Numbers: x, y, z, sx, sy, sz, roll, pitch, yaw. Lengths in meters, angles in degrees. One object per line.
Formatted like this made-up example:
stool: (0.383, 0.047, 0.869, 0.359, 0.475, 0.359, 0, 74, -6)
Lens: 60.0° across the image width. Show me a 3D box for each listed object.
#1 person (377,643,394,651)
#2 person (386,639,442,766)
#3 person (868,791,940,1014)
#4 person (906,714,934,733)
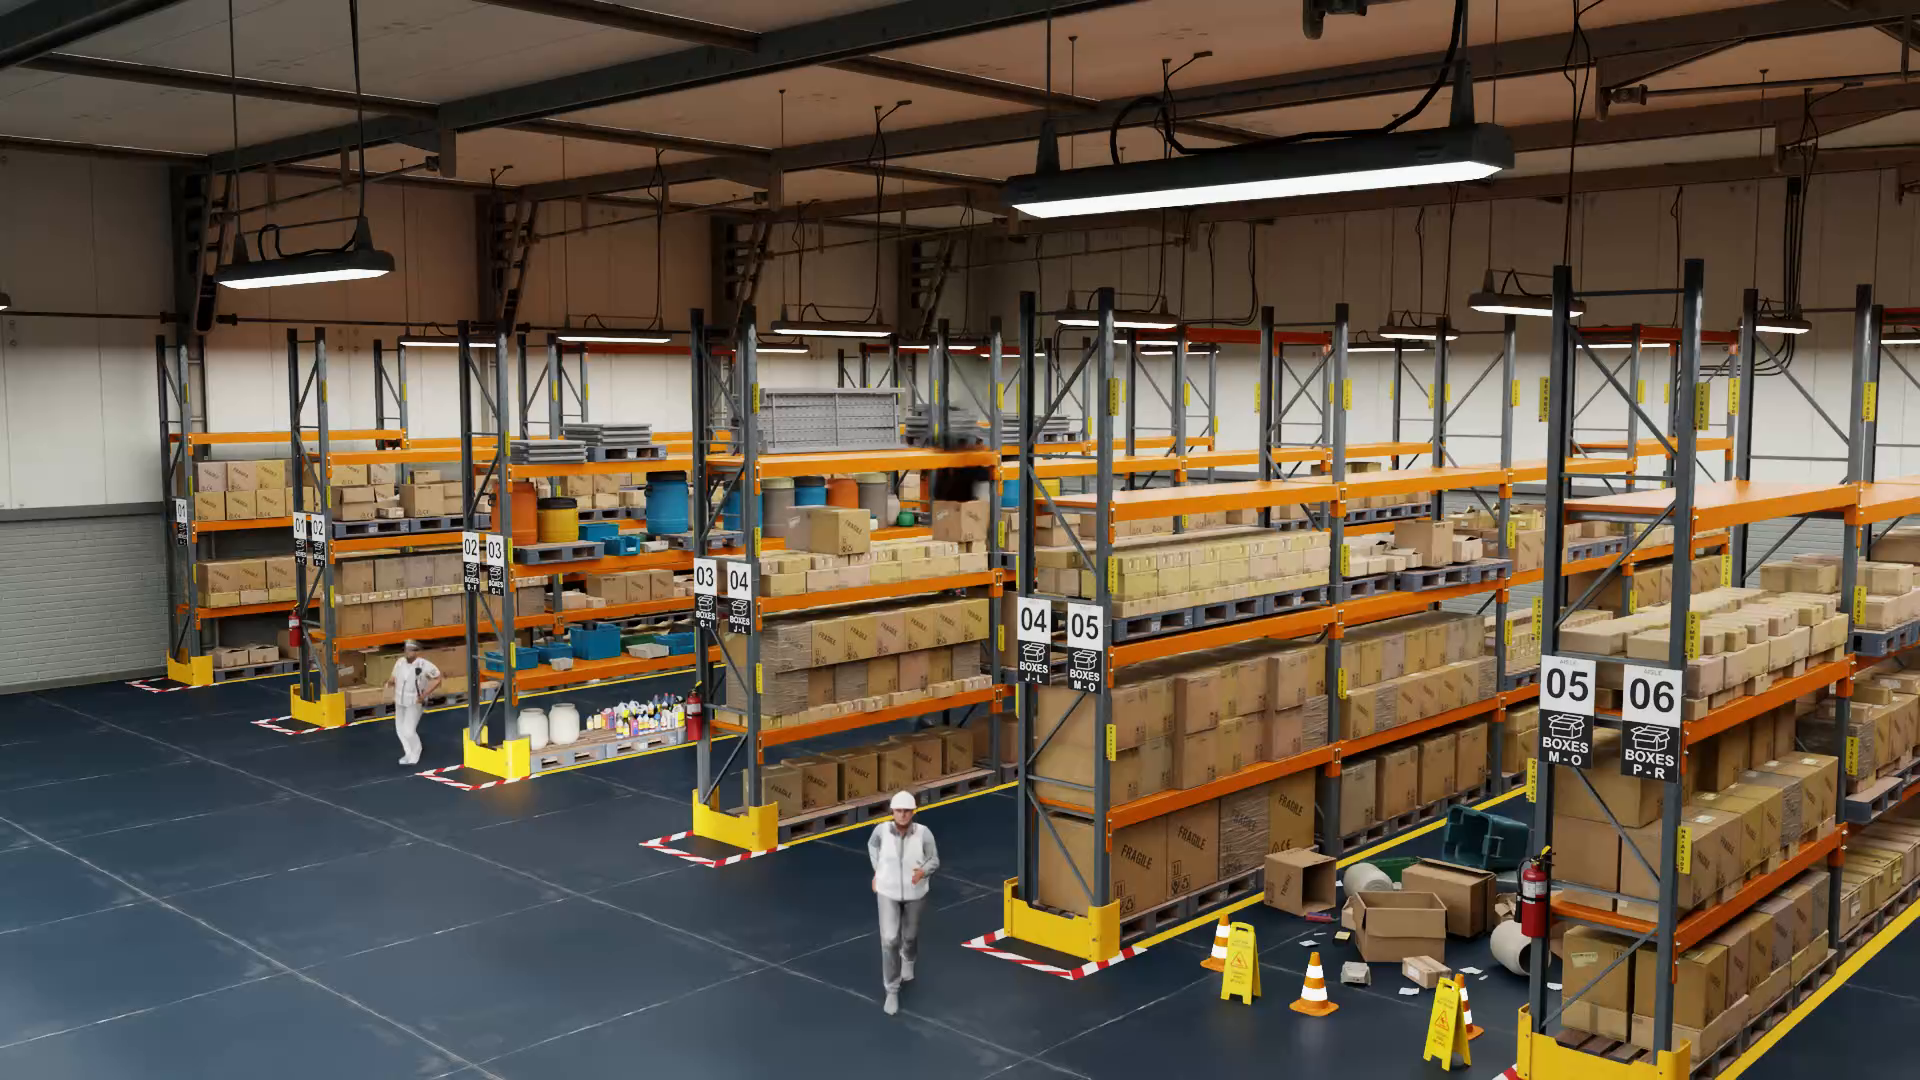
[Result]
person: (-9.618, 1.700, 28.240, 0.591, 1.667, 0.850, 5, 7, 43)
person: (-7.414, 2.201, 22.418, 0.667, 1.769, 0.651, 2, 6, 17)
person: (-0.472, 2.986, 13.994, 0.596, 1.823, 0.898, 0, 5, -4)
person: (-0.543, 2.125, 23.152, 0.718, 1.735, 0.782, 3, 6, 31)
